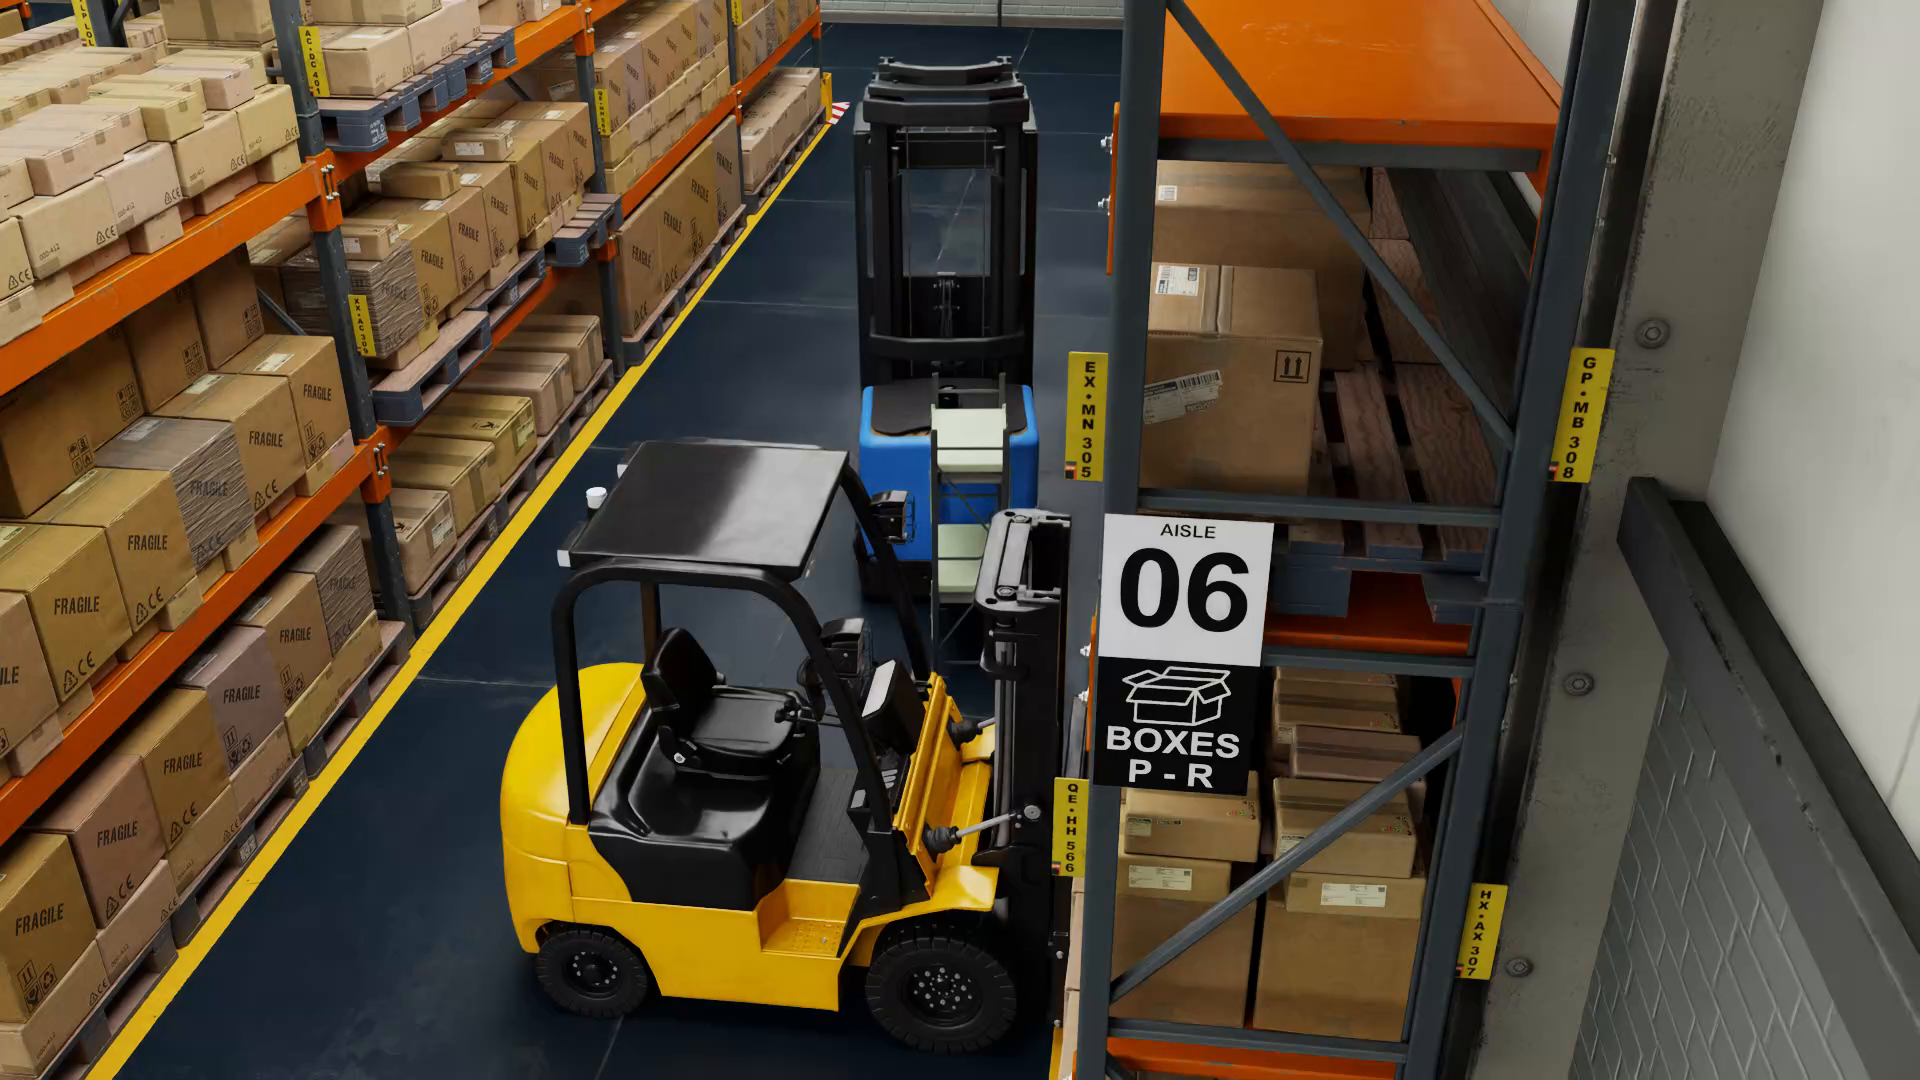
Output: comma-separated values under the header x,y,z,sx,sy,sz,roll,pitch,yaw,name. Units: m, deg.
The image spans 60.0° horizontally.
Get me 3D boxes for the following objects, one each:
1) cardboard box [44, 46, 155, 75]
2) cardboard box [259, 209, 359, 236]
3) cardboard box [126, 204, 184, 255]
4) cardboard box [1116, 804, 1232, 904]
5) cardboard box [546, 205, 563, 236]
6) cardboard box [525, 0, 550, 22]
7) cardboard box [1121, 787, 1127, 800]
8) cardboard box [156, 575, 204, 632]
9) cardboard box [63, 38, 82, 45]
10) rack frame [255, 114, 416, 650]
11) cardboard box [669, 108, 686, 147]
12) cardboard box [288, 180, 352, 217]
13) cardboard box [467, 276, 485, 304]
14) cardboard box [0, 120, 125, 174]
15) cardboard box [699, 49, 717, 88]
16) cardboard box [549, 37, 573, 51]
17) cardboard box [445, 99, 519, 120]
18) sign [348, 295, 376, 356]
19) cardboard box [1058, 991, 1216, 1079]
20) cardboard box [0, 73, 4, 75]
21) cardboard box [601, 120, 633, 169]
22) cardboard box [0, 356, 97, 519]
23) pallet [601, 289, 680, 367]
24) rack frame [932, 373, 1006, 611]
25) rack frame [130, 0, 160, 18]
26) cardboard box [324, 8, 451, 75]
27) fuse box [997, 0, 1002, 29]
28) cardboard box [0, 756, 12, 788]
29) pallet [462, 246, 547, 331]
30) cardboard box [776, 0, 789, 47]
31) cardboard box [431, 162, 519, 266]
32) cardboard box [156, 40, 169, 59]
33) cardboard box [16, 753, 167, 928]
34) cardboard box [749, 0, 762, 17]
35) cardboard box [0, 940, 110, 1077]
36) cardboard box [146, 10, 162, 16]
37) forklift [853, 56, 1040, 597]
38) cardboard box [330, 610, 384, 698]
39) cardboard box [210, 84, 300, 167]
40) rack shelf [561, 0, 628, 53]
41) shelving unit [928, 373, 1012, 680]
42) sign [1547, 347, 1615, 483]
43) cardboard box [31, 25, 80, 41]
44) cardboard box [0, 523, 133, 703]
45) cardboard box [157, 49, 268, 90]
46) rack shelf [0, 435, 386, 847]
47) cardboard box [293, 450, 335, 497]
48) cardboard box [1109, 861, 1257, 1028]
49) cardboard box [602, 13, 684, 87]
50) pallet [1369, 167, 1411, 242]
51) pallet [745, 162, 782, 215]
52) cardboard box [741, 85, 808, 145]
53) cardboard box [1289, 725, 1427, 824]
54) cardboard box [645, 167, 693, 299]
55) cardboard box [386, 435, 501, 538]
x,y,z,sx,sy,sz,roll,pitch,yaw,name
-3.962,-2.174,7.676,0.380,0.149,0.250,3,28,5,cardboard box
-3.711,-1.566,9.425,0.500,0.500,0.500,4,29,6,cardboard box
-3.476,-1.302,6.899,0.380,0.149,0.250,4,29,8,cardboard box
0.601,0.918,4.886,0.380,0.149,0.250,4,29,7,cardboard box
-2.902,-2.162,11.214,0.380,0.149,0.250,2,28,4,cardboard box
-2.962,-3.557,11.085,0.380,0.149,0.250,3,28,6,cardboard box
0.671,0.668,5.037,0.380,0.149,0.250,3,28,6,cardboard box
-3.514,0.258,7.166,0.380,0.149,0.250,4,29,7,cardboard box
-7.561,-4.271,14.501,0.380,0.149,0.250,2,28,4,cardboard box
-3.600,-0.742,8.757,1.000,3.000,0.127,3,28,6,rack frame
-2.627,-3.497,14.028,0.500,0.250,0.500,3,28,6,cardboard box
-3.696,-1.943,9.441,0.380,0.149,0.250,3,28,5,cardboard box
-3.115,-1.548,10.075,0.380,0.149,0.250,4,29,7,cardboard box
-3.514,-1.527,6.475,0.380,0.149,0.250,4,29,7,cardboard box
-2.486,-4.205,14.815,0.500,0.250,0.500,4,29,7,cardboard box
-3.251,-3.610,12.921,0.500,0.500,0.500,4,29,7,cardboard box
-3.394,-2.787,11.690,0.500,0.500,0.500,3,28,5,cardboard box
-3.060,-1.096,8.500,0.100,0.325,0.005,3,28,6,sign
0.584,1.778,5.482,0.500,0.250,0.500,4,29,8,cardboard box
-7.721,-3.650,13.349,0.380,0.149,0.250,3,28,6,cardboard box
-2.802,-3.003,12.585,0.500,0.250,0.500,3,28,6,cardboard box
-4.015,-0.438,6.720,0.700,0.500,0.500,3,28,6,cardboard box
-2.938,-1.764,13.594,1.003,0.211,1.213,3,28,6,pallet
0.048,-0.248,9.415,0.400,1.500,0.023,0,29,0,rack frame
-7.545,-4.748,16.193,1.000,3.000,0.127,3,28,6,rack frame
-3.069,-2.672,8.893,0.500,0.250,0.500,3,28,6,cardboard box
0.605,-8.289,24.123,0.539,1.711,0.414,3,28,6,fuse box
-3.713,0.863,6.042,0.380,0.149,0.250,2,28,5,cardboard box
-3.312,-1.607,10.564,1.003,0.211,1.213,3,28,6,pallet
-2.106,-5.471,17.429,0.500,0.500,0.500,4,29,8,cardboard box
-3.070,-2.016,10.260,0.500,0.500,0.500,2,28,4,cardboard box
-7.462,-4.514,15.267,0.380,0.149,0.250,5,29,8,cardboard box
-3.654,1.215,6.790,0.500,0.500,0.500,2,28,4,cardboard box
-2.253,-5.440,16.317,0.500,0.500,0.500,3,28,6,cardboard box
-3.717,1.802,6.490,0.500,0.250,0.500,3,28,6,cardboard box
-7.400,-4.884,15.640,0.380,0.149,0.250,5,29,9,cardboard box
-0.091,-1.616,10.451,1.130,2.935,3.031,-1,28,-1,forklift
-3.405,0.577,8.764,0.500,0.250,0.500,5,29,9,cardboard box
-3.387,-1.904,7.595,0.500,0.250,0.500,3,28,6,cardboard box
-2.865,-4.571,13.459,1.077,0.370,4.000,3,28,6,rack shelf
0.050,-0.073,9.093,0.431,1.500,0.755,0,29,0,shelving unit
1.387,-0.278,3.728,0.100,0.325,0.005,3,28,6,sign
-8.144,-4.556,15.031,0.380,0.149,0.250,3,28,6,cardboard box
-3.635,0.275,6.450,0.500,0.500,0.500,3,28,5,cardboard box
-3.422,-2.142,7.616,0.380,0.149,0.250,4,29,7,cardboard box
-3.845,0.516,7.181,1.077,0.370,4.000,3,28,6,rack shelf
-3.360,-0.345,8.285,0.380,0.149,0.250,4,29,7,cardboard box
0.637,1.136,5.165,0.500,0.500,0.500,3,28,5,cardboard box
-2.611,-4.041,13.721,0.500,0.500,0.500,4,29,7,cardboard box
1.248,-1.334,6.787,1.003,0.211,1.213,3,28,6,pallet
-2.449,-3.634,17.065,1.003,0.211,1.213,3,28,6,pallet
-2.215,-4.700,18.362,0.875,0.438,0.875,4,29,8,cardboard box
1.185,0.699,4.978,0.380,0.149,0.250,4,29,8,cardboard box
-2.829,-2.615,14.030,0.875,0.875,0.875,4,29,7,cardboard box
-3.453,-0.356,10.368,0.950,0.372,0.625,5,29,9,cardboard box
